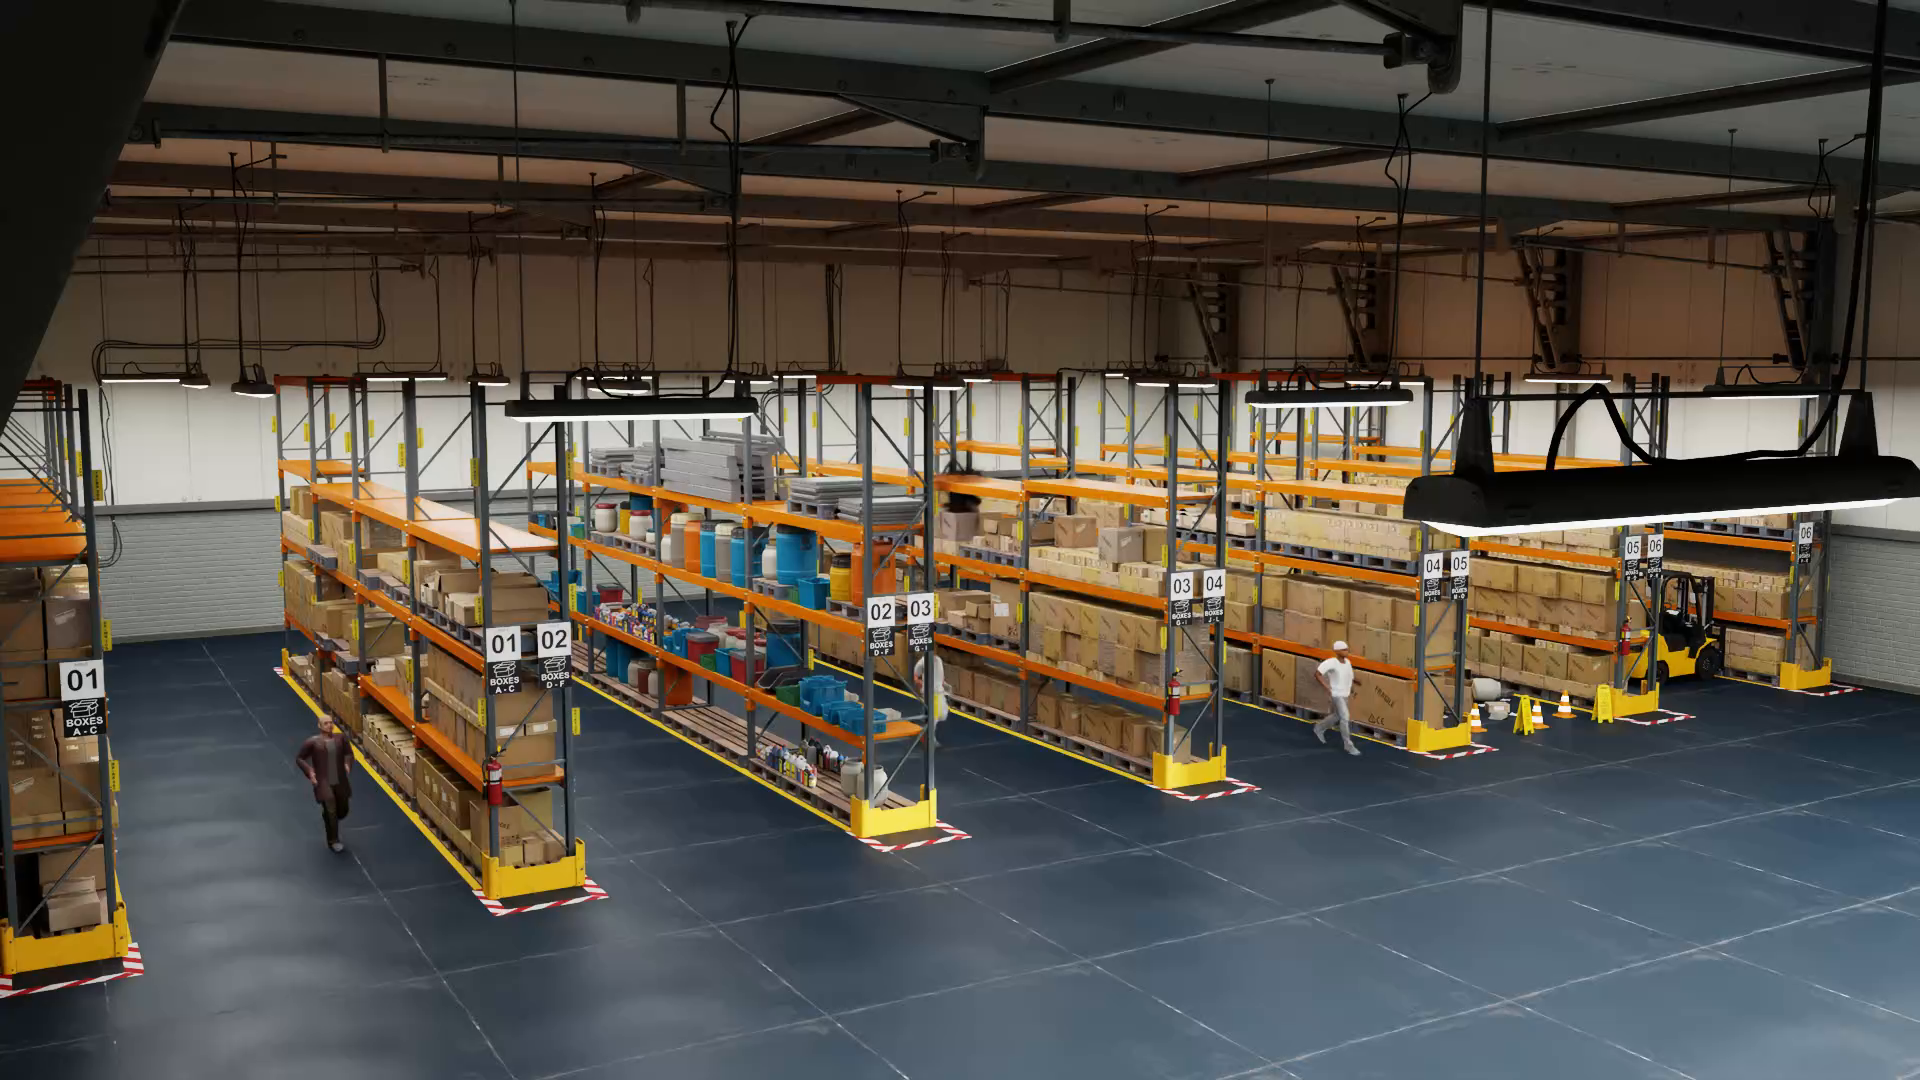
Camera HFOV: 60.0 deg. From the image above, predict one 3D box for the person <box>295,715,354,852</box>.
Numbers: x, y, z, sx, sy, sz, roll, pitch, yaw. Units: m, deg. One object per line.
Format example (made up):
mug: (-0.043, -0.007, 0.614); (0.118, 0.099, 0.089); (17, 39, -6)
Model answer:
person: (-8.170, 3.119, 21.491); (0.715, 1.735, 0.826); (-5, 8, -41)

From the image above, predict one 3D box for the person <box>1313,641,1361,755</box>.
person: (6.106, 2.509, 26.830); (0.960, 1.781, 0.703); (6, 9, 44)

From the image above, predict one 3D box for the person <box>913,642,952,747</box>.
person: (-0.473, 2.498, 27.213); (0.657, 1.742, 0.602); (-5, 8, -41)

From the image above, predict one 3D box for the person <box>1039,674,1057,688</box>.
person: (1.766, 2.059, 31.554); (0.600, 1.622, 0.756); (-4, 7, -30)
